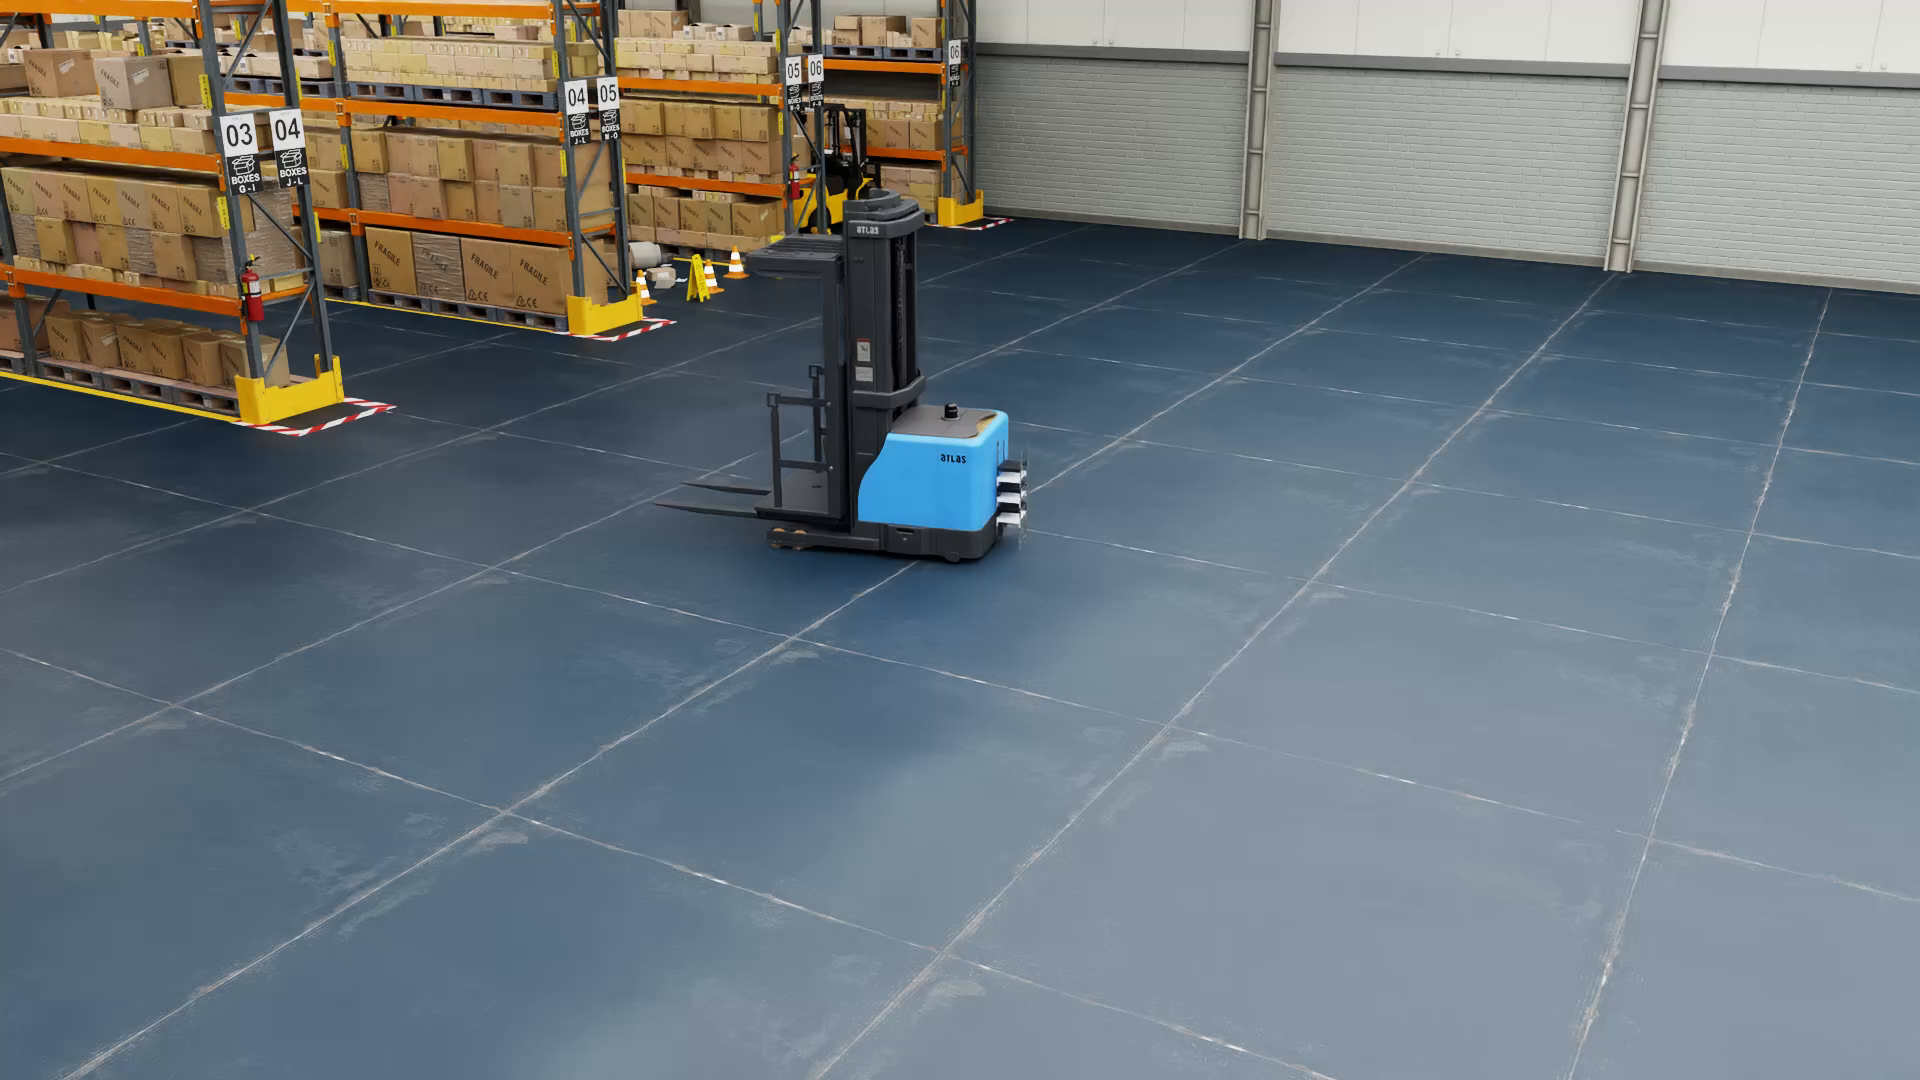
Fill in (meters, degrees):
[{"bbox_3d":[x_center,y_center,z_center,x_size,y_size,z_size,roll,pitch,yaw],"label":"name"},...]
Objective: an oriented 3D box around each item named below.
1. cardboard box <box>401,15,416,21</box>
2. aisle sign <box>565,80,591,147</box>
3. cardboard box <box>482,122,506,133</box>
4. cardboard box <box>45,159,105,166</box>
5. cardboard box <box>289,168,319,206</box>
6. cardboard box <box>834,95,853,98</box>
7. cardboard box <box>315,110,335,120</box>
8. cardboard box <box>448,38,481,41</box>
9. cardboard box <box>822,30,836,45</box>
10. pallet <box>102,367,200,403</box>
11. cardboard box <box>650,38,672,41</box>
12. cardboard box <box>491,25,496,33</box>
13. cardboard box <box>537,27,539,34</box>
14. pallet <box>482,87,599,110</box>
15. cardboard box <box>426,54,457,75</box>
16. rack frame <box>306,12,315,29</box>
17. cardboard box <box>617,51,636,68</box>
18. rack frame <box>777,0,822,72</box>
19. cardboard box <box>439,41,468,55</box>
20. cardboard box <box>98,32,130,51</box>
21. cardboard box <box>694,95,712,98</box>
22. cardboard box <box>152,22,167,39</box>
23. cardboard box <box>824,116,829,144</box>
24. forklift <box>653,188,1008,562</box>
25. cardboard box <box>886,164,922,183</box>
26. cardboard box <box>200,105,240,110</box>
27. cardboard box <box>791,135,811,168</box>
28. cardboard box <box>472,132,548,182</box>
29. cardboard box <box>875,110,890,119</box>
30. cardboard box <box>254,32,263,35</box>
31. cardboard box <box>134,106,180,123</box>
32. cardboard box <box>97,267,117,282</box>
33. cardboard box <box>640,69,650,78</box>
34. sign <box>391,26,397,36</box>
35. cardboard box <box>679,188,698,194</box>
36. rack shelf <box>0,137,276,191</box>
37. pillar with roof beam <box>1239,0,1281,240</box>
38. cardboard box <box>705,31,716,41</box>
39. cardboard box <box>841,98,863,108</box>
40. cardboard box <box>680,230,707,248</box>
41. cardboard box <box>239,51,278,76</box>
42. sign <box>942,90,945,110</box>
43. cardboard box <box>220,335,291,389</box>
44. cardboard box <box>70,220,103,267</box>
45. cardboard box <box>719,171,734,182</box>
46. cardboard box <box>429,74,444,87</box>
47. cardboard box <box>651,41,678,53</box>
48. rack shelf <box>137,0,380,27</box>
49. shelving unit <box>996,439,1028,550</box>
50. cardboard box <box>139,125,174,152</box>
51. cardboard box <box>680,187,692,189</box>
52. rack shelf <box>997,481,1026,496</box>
[{"bbox_3d":[-11.489,-11.053,35.088,0.500,0.250,0.500,10,22,26],"label":"cardboard box"},{"bbox_3d":[-4.835,-5.401,21.043,0.004,0.787,0.394,11,23,27],"label":"aisle sign"},{"bbox_3d":[-7.771,-7.085,28.299,0.500,0.500,0.500,10,22,25],"label":"cardboard box"},{"bbox_3d":[-10.222,-4.149,19.356,0.500,0.500,0.500,11,23,27],"label":"cardboard box"},{"bbox_3d":[-9.269,-5.083,23.833,0.500,0.500,0.500,11,22,27],"label":"cardboard box"},{"bbox_3d":[-2.171,-8.276,31.248,0.250,0.149,0.380,10,22,26],"label":"cardboard box"},{"bbox_3d":[-11.308,-7.880,30.076,0.500,0.500,0.500,10,22,26],"label":"cardboard box"},{"bbox_3d":[-6.666,-6.680,22.420,0.250,0.149,0.380,10,22,27],"label":"cardboard box"},{"bbox_3d":[-2.351,-9.168,30.276,0.258,0.266,0.396,10,22,26],"label":"cardboard box"},{"bbox_3d":[-9.077,-1.871,19.213,1.213,0.211,1.003,11,23,27],"label":"pallet"},{"bbox_3d":[-4.795,-8.020,26.876,0.250,0.149,0.380,12,23,29],"label":"cardboard box"},{"bbox_3d":[-9.306,-10.398,33.840,0.250,0.149,0.380,11,23,29],"label":"cardboard box"},{"bbox_3d":[-8.529,-10.315,33.639,0.250,0.149,0.380,12,23,29],"label":"cardboard box"},{"bbox_3d":[-5.403,-5.769,21.600,1.213,0.211,1.003,11,23,27],"label":"pallet"},{"bbox_3d":[-6.628,-6.253,21.827,0.500,0.250,0.500,11,23,28],"label":"cardboard box"},{"bbox_3d":[-13.975,-12.730,36.261,0.127,3.000,1.000,11,23,27],"label":"rack frame"},{"bbox_3d":[-5.211,-7.677,26.516,0.500,0.250,0.500,11,22,27],"label":"cardboard box"},{"bbox_3d":[-2.425,-8.590,24.851,0.127,3.000,1.000,11,23,27],"label":"rack frame"},{"bbox_3d":[-6.541,-6.400,21.647,0.250,0.149,0.380,11,23,28],"label":"cardboard box"},{"bbox_3d":[-12.669,-7.498,24.968,0.258,0.266,0.396,11,23,27],"label":"cardboard box"},{"bbox_3d":[-5.010,-8.655,32.730,0.250,0.149,0.380,11,23,28],"label":"cardboard box"},{"bbox_3d":[-15.110,-9.780,31.897,0.500,0.311,0.500,11,23,28],"label":"cardboard box"},{"bbox_3d":[-2.334,-7.644,30.892,0.500,0.500,0.500,11,22,27],"label":"cardboard box"},{"bbox_3d":[-1.150,-1.459,14.088,3.031,2.935,1.130,5,21,15],"label":"forklift"},{"bbox_3d":[-1.010,-6.690,30.360,0.500,0.250,0.500,11,23,28],"label":"cardboard box"},{"bbox_3d":[-7.845,-4.539,17.716,0.250,0.149,0.380,10,22,26],"label":"cardboard box"},{"bbox_3d":[-2.703,-6.118,26.251,0.500,0.500,0.500,10,22,26],"label":"cardboard box"},{"bbox_3d":[-6.003,-5.129,22.302,0.550,0.550,0.875,11,23,27],"label":"cardboard box"},{"bbox_3d":[-1.348,-7.745,30.219,0.250,0.149,0.380,10,22,26],"label":"cardboard box"},{"bbox_3d":[-12.635,-9.123,30.298,0.258,0.266,0.396,11,22,27],"label":"cardboard box"},{"bbox_3d":[-8.500,-4.504,17.620,0.250,0.149,0.380,11,23,28],"label":"cardboard box"},{"bbox_3d":[-9.393,-2.996,18.595,0.250,0.149,0.380,11,23,27],"label":"cardboard box"},{"bbox_3d":[-4.865,-7.433,26.427,0.250,0.149,0.380,10,22,26],"label":"cardboard box"},{"bbox_3d":[-9.686,-8.627,28.476,0.005,0.325,0.100,11,23,27],"label":"sign"},{"bbox_3d":[-4.378,-5.506,27.461,0.500,0.500,0.500,12,23,30],"label":"cardboard box"},{"bbox_3d":[-9.004,-4.225,18.269,4.000,0.370,1.077,11,23,27],"label":"rack shelf"},{"bbox_3d":[2.963,-8.173,23.701,0.400,9.000,9.100,11,23,27],"label":"pillar with roof beam"},{"bbox_3d":[-4.607,-9.543,31.480,0.250,0.149,0.380,11,23,27],"label":"cardboard box"},{"bbox_3d":[-1.976,-8.037,30.590,0.250,0.149,0.380,11,23,28],"label":"cardboard box"},{"bbox_3d":[-4.169,-4.903,26.900,0.500,0.250,0.500,10,22,25],"label":"cardboard box"},{"bbox_3d":[-9.880,-6.784,23.637,0.500,0.311,0.500,10,22,25],"label":"cardboard box"},{"bbox_3d":[-0.284,-7.745,29.272,0.005,0.325,0.100,11,23,27],"label":"sign"},{"bbox_3d":[-7.794,-1.951,18.395,0.500,0.500,0.500,16,25,37],"label":"cardboard box"},{"bbox_3d":[-9.482,-3.432,18.845,0.500,0.500,0.875,11,23,27],"label":"cardboard box"},{"bbox_3d":[-3.583,-5.743,26.166,0.250,0.149,0.380,11,23,28],"label":"cardboard box"},{"bbox_3d":[-6.762,-6.067,21.898,0.250,0.149,0.380,11,23,28],"label":"cardboard box"},{"bbox_3d":[-4.637,-7.752,26.138,0.250,0.149,0.380,10,22,26],"label":"cardboard box"},{"bbox_3d":[-9.988,-7.572,23.683,4.000,0.370,1.077,11,23,27],"label":"rack shelf"},{"bbox_3d":[0.441,-0.385,14.107,0.210,0.900,0.258,5,21,15],"label":"shelving unit"},{"bbox_3d":[-8.240,-4.246,17.494,0.500,0.250,0.500,11,23,28],"label":"cardboard box"},{"bbox_3d":[-5.291,-7.334,33.051,0.625,0.625,0.875,10,22,25],"label":"cardboard box"},{"bbox_3d":[0.441,-0.438,14.088,0.200,0.077,0.258,5,21,15],"label":"rack shelf"}]
